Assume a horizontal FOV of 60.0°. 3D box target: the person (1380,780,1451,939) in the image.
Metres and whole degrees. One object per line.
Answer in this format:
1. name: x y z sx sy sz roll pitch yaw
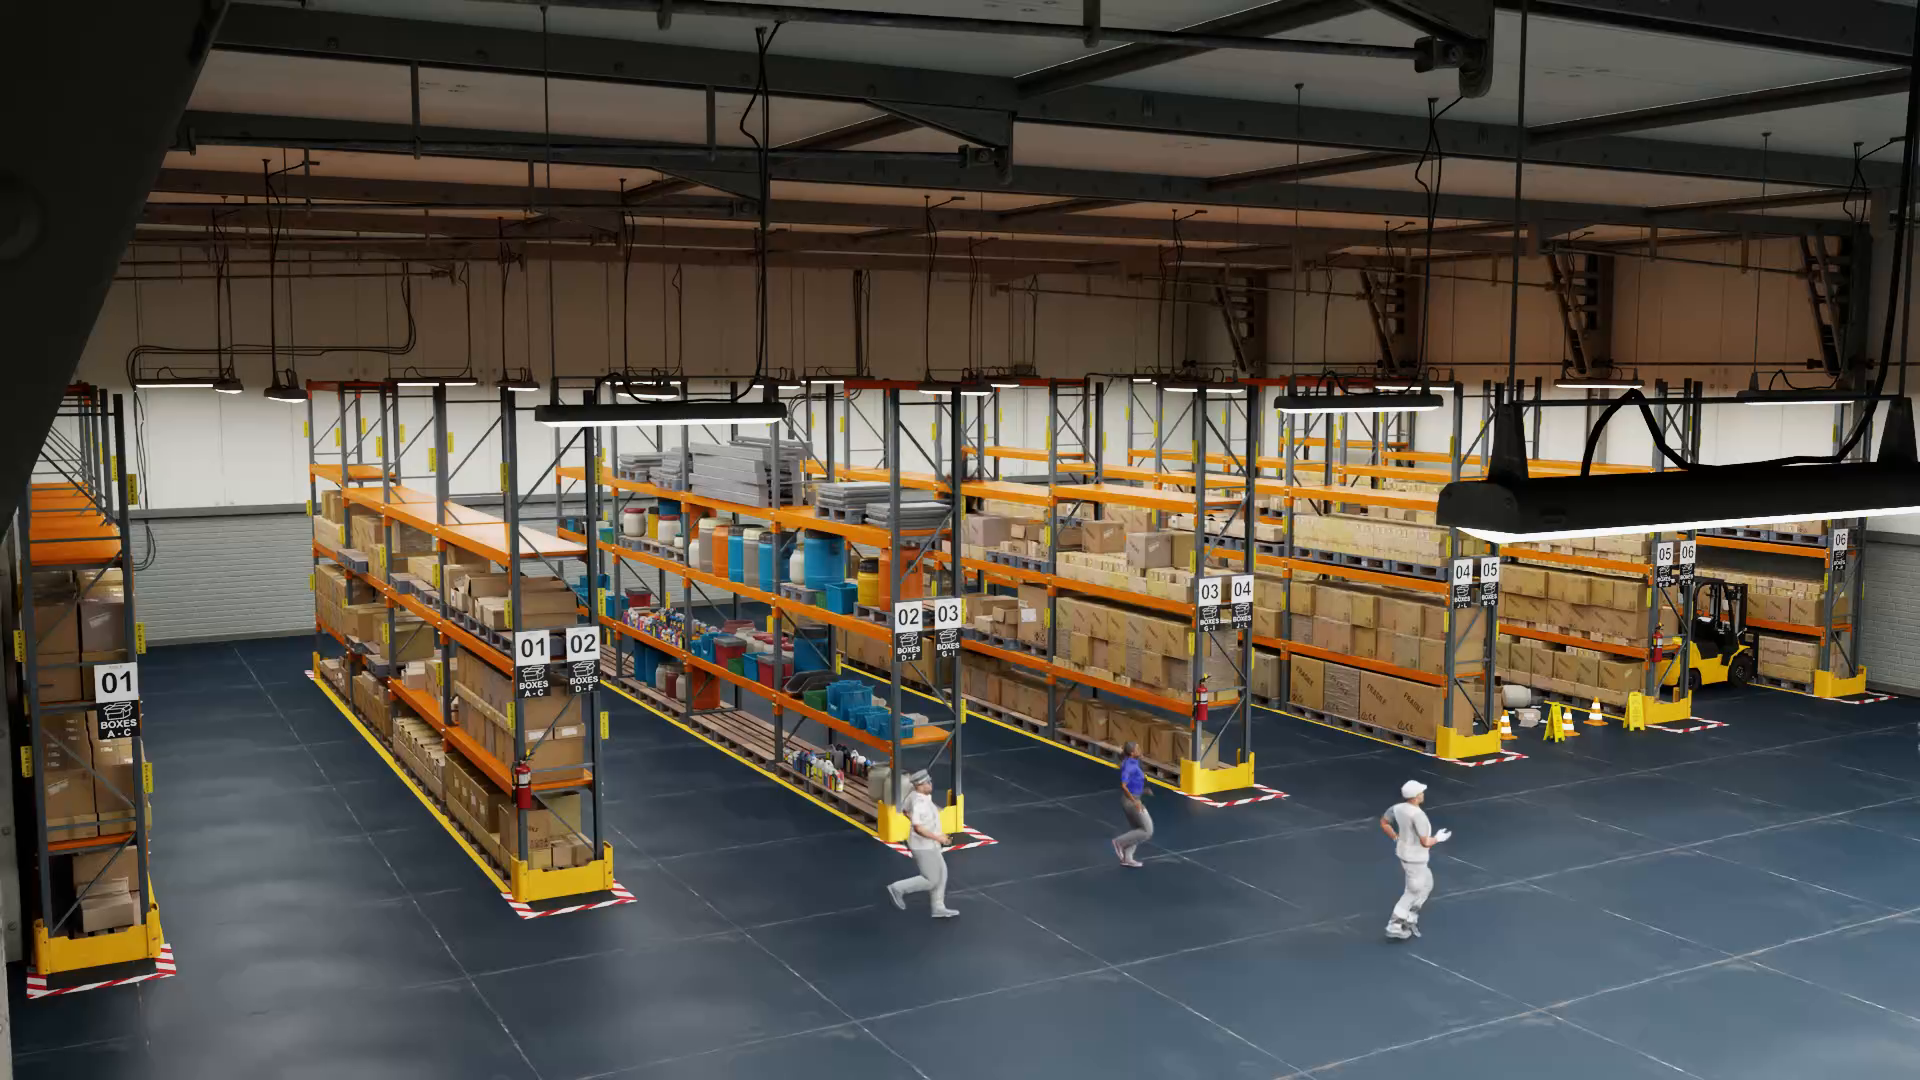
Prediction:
1. person: 4.996 3.514 18.214 0.681 1.809 0.635 -1 6 -8

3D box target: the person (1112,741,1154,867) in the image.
1. person: 2.180 3.323 20.906 0.559 1.603 0.582 0 6 -3

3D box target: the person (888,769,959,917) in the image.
1. person: -0.421 3.459 18.961 0.829 1.743 0.677 -1 6 -6
